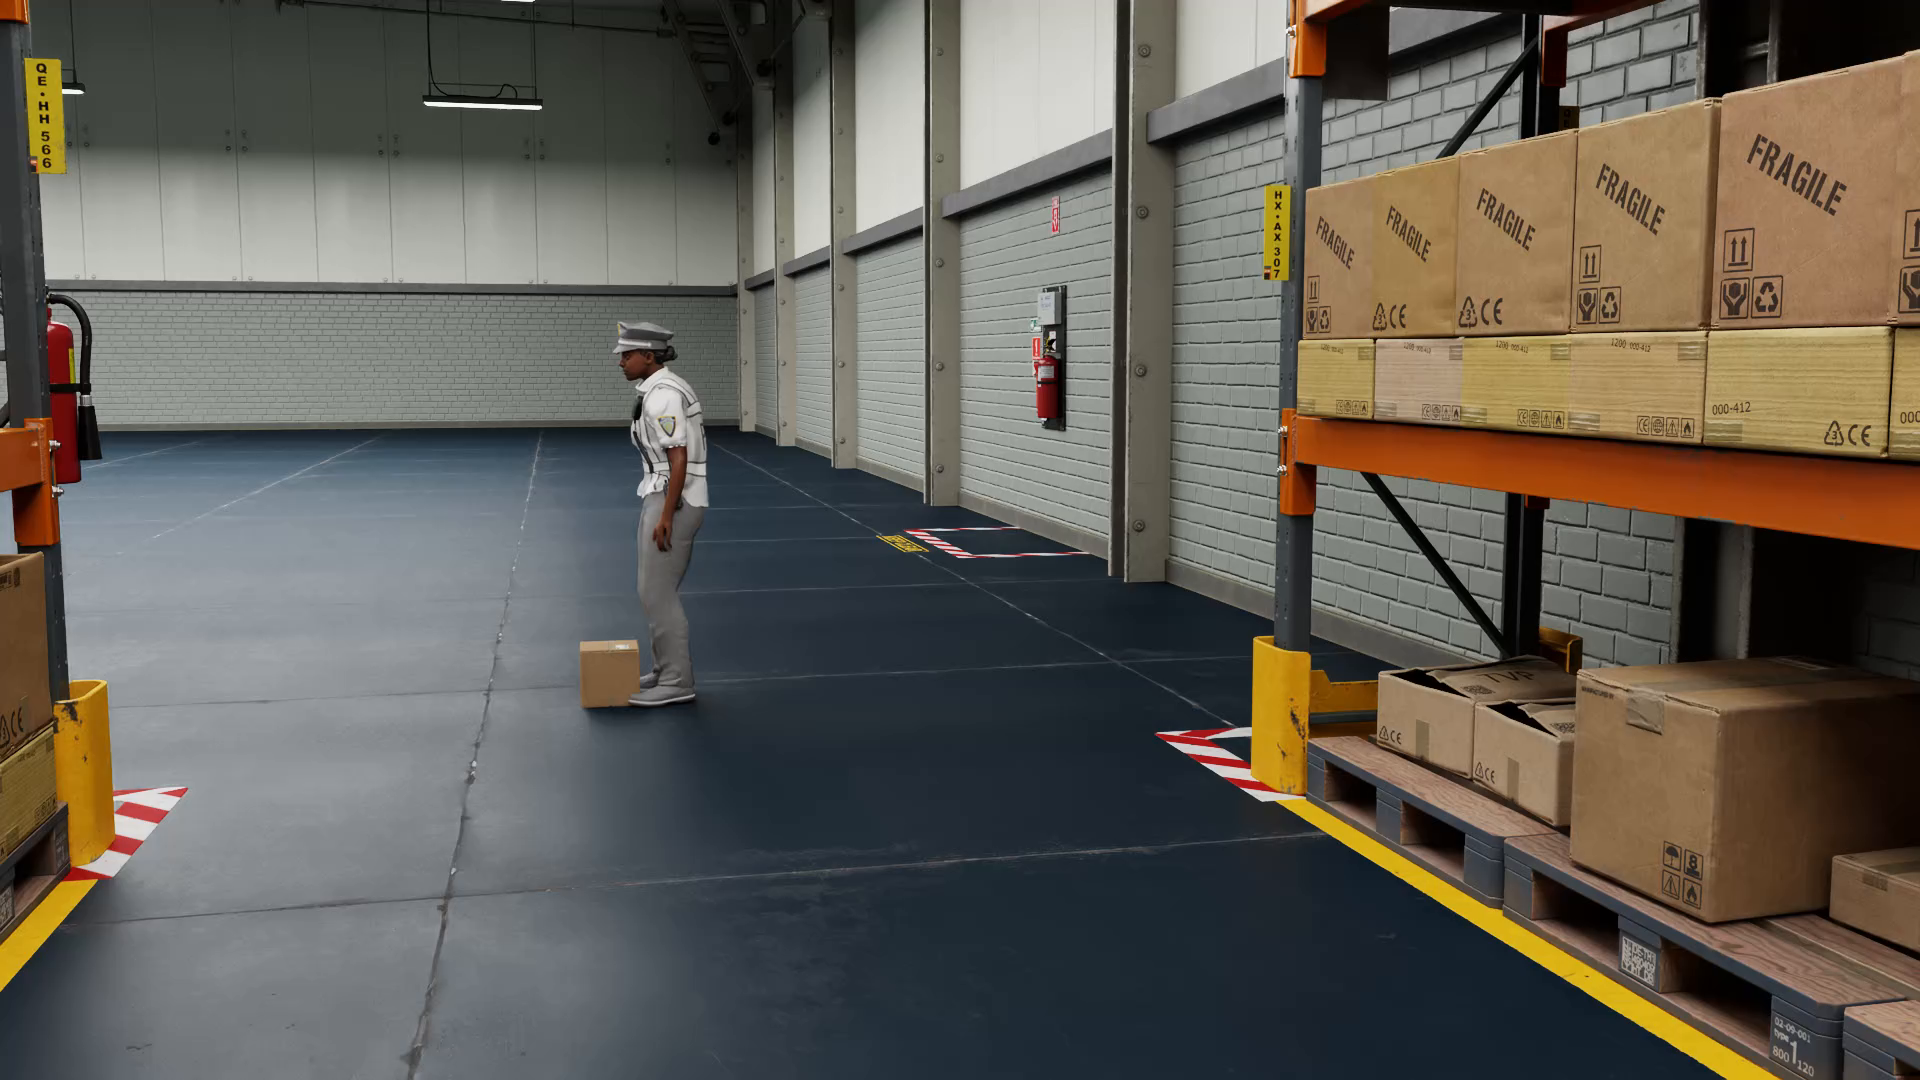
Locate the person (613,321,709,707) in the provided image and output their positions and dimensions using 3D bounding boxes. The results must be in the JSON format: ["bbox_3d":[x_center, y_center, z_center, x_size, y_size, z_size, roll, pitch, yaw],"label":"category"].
[{"bbox_3d":[-1.309,-0.121,7.292,0.397,1.658,0.527,-2,7,-17],"label":"person"}]
